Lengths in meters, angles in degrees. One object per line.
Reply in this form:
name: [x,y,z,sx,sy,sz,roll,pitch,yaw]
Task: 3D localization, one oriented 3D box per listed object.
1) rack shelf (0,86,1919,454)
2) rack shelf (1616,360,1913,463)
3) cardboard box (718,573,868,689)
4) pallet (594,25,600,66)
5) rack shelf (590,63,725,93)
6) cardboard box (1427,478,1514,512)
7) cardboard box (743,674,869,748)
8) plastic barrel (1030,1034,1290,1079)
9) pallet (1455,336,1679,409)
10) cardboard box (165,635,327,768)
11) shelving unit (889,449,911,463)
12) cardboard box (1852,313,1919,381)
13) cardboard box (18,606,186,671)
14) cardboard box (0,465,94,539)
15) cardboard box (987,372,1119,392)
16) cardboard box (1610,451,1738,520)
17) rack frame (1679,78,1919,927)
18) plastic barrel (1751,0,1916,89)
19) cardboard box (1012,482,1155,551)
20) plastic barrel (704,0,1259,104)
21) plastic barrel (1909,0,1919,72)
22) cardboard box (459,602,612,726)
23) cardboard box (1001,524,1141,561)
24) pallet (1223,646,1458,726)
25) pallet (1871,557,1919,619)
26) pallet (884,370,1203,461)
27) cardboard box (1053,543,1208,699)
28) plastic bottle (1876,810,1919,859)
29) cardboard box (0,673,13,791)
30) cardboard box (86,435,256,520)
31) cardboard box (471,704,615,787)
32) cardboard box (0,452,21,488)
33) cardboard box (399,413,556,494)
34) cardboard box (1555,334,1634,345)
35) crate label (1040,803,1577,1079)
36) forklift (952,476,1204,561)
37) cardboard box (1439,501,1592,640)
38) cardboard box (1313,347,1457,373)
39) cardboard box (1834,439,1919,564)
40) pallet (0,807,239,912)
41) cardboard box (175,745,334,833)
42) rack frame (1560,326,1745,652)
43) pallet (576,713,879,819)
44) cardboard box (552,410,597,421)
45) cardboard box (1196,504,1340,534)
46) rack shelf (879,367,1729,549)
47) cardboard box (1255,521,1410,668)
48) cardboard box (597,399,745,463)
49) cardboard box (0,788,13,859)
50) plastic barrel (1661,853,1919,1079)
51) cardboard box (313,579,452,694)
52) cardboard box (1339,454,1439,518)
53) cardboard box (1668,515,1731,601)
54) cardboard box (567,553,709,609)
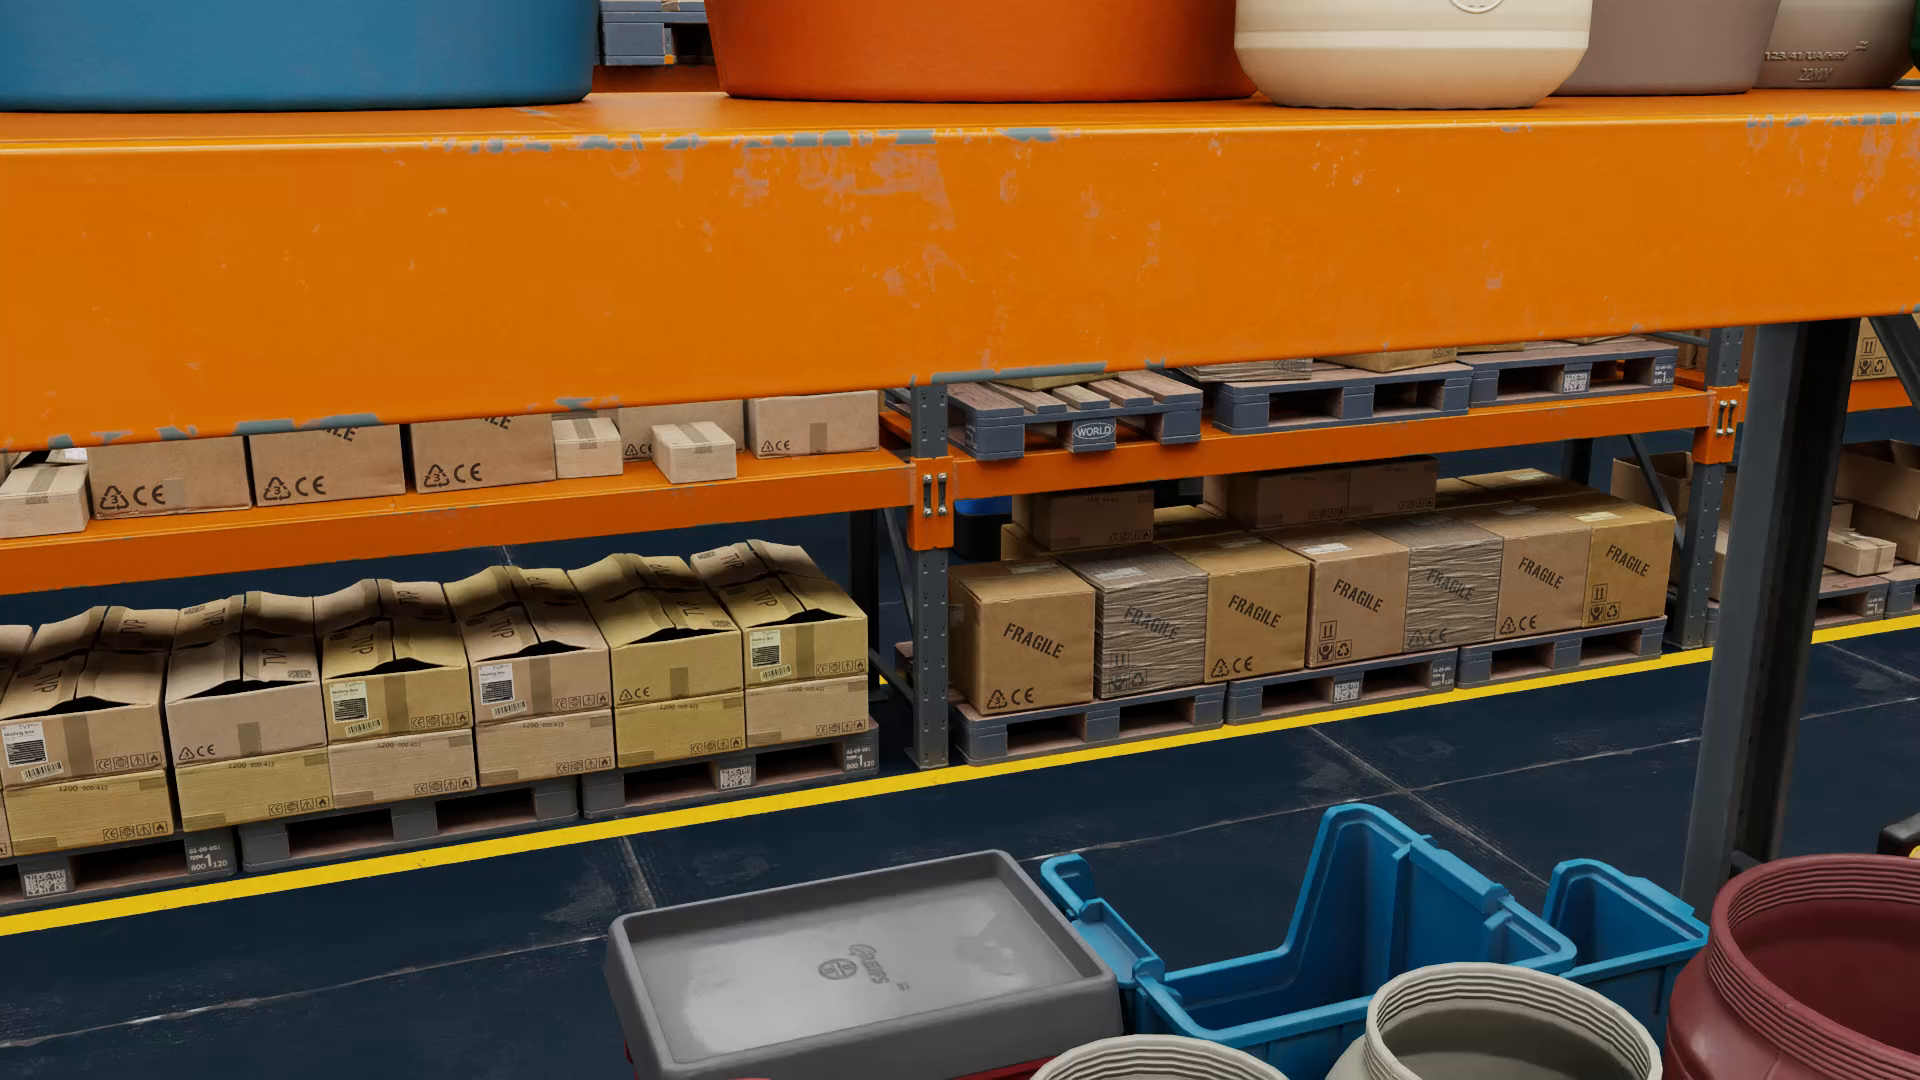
rack shelf: [-0.381,-0.211,1.445,4.000,0.370,1.077,-6,17,-20]
rack shelf: [5.321,-0.881,9.053,4.000,0.370,1.077,-6,17,-20]
cardboard box: [-0.683,0.345,6.741,0.500,0.311,0.500,-6,17,-19]
pallet: [-1.927,-1.765,5.796,1.213,0.211,1.003,-5,17,-18]
rack shelf: [-2.150,-1.514,5.884,4.000,0.370,1.077,-6,17,-20]
cardboard box: [2.420,0.005,8.414,0.500,0.500,0.500,-6,17,-19]
cardboard box: [-0.686,0.613,6.821,0.500,0.250,0.500,-6,17,-19]
plastic barrel: [0.209,0.831,1.748,0.421,0.512,0.421,0,16,0]
pallet: [2.668,-0.881,8.116,1.213,0.211,1.003,-6,17,-20]
cardboard box: [-2.590,0.553,6.032,0.500,0.311,0.500,-7,18,-22]
shelving unit: [-0.404,-0.991,9.745,0.503,2.100,0.431,-4,17,-13]
cardboard box: [4.504,-1.105,8.360,0.500,0.500,0.500,-6,17,-19]
cardboard box: [-3.258,0.460,6.348,0.500,0.311,0.500,-6,17,-19]
cardboard box: [-3.117,-0.133,5.675,0.250,0.149,0.380,-6,17,-20]
cardboard box: [0.266,-0.964,7.136,0.500,0.500,0.700,-13,21,-38]
cardboard box: [3.884,-0.169,9.005,0.500,0.500,0.500,-6,17,-20]
rack frame: [1.488,0.683,2.450,0.053,2.616,0.949,-6,17,-20]
plastic barrel: [1.087,-0.860,2.182,0.421,0.512,0.421,0,16,0]
cardboard box: [0.558,-0.156,7.631,0.500,0.250,0.500,-5,17,-18]
plastic barrel: [0.032,-0.872,1.657,0.708,0.830,0.600,-6,17,-20]
plastic barrel: [1.275,-0.644,1.921,0.294,0.245,0.294,0,16,0]
cardboard box: [-1.638,0.449,6.385,0.500,0.311,0.500,-6,17,-20]
cardboard box: [0.507,0.210,7.713,0.500,0.500,0.500,-5,17,-18]
pallet: [1.566,0.529,7.922,1.213,0.211,1.003,-6,17,-20]
pallet: [5.236,0.120,9.315,1.213,0.211,1.003,-6,17,-20]
pallet: [0.326,-0.616,7.214,1.003,0.211,1.213,-6,17,-20]
cardboard box: [0.732,0.342,7.267,0.500,0.500,0.500,-7,18,-22]
plastic bottle: [1.712,0.585,2.990,0.133,0.283,0.061,-6,17,-20]
cardboard box: [-3.542,0.654,5.686,0.500,0.311,0.500,-6,17,-20]
cardboard box: [-2.802,-0.393,5.934,0.500,0.500,0.500,-5,17,-16]
cardboard box: [-1.637,0.716,6.471,0.500,0.250,0.500,-6,17,-19]
cardboard box: [-3.573,-0.208,5.748,0.500,0.250,0.500,-5,17,-17]
cardboard box: [-1.843,-0.496,6.287,0.500,0.500,0.500,-7,18,-23]
cardboard box: [2.931,-1.286,8.230,0.500,0.500,0.700,-14,21,-39]
crate label: [0.462,0.694,2.349,0.616,0.435,0.502,-6,17,-20]
forklift: [1.344,-1.486,9.958,3.031,2.935,1.130,-4,17,-13]
cardboard box: [2.630,0.136,7.967,0.500,0.500,0.500,-6,17,-20]
cardboard box: [1.826,-1.080,7.530,0.500,0.500,0.700,-11,20,-34]
cardboard box: [5.206,-0.229,9.204,0.637,0.503,0.797,-6,17,-20]
pallet: [-3.343,1.035,6.199,1.213,0.211,1.003,-6,17,-20]
cardboard box: [-2.591,0.820,6.118,0.500,0.250,0.500,-7,18,-22]
rack frame: [3.453,-1.025,8.265,0.127,3.000,1.000,-6,17,-20]
pallet: [-1.065,0.789,7.037,1.213,0.211,1.003,-6,17,-20]
cardboard box: [-2.712,-0.850,11.325,0.500,0.500,0.700,-6,17,-19]
cardboard box: [1.479,0.104,8.076,0.500,0.500,0.500,-7,18,-22]
rack shelf: [1.586,-0.478,7.680,4.000,0.370,1.077,-6,17,-20]
cardboard box: [1.688,0.238,7.618,0.500,0.500,0.500,-7,18,-22]
cardboard box: [-1.186,-0.540,6.771,0.500,0.311,0.500,-6,18,-21]
cardboard box: [-3.552,0.924,5.763,0.500,0.250,0.500,-7,18,-21]
plastic barrel: [1.162,0.743,2.003,0.708,0.536,0.600,-6,17,-20]
cardboard box: [-2.321,0.361,6.686,0.500,0.311,0.500,-6,18,-21]
cardboard box: [1.981,-0.311,8.159,0.500,0.250,0.500,-6,17,-20]
cardboard box: [3.923,0.069,8.532,0.500,0.311,0.500,-6,17,-20]
cardboard box: [-1.364,0.258,7.036,0.500,0.311,0.500,-7,18,-21]
